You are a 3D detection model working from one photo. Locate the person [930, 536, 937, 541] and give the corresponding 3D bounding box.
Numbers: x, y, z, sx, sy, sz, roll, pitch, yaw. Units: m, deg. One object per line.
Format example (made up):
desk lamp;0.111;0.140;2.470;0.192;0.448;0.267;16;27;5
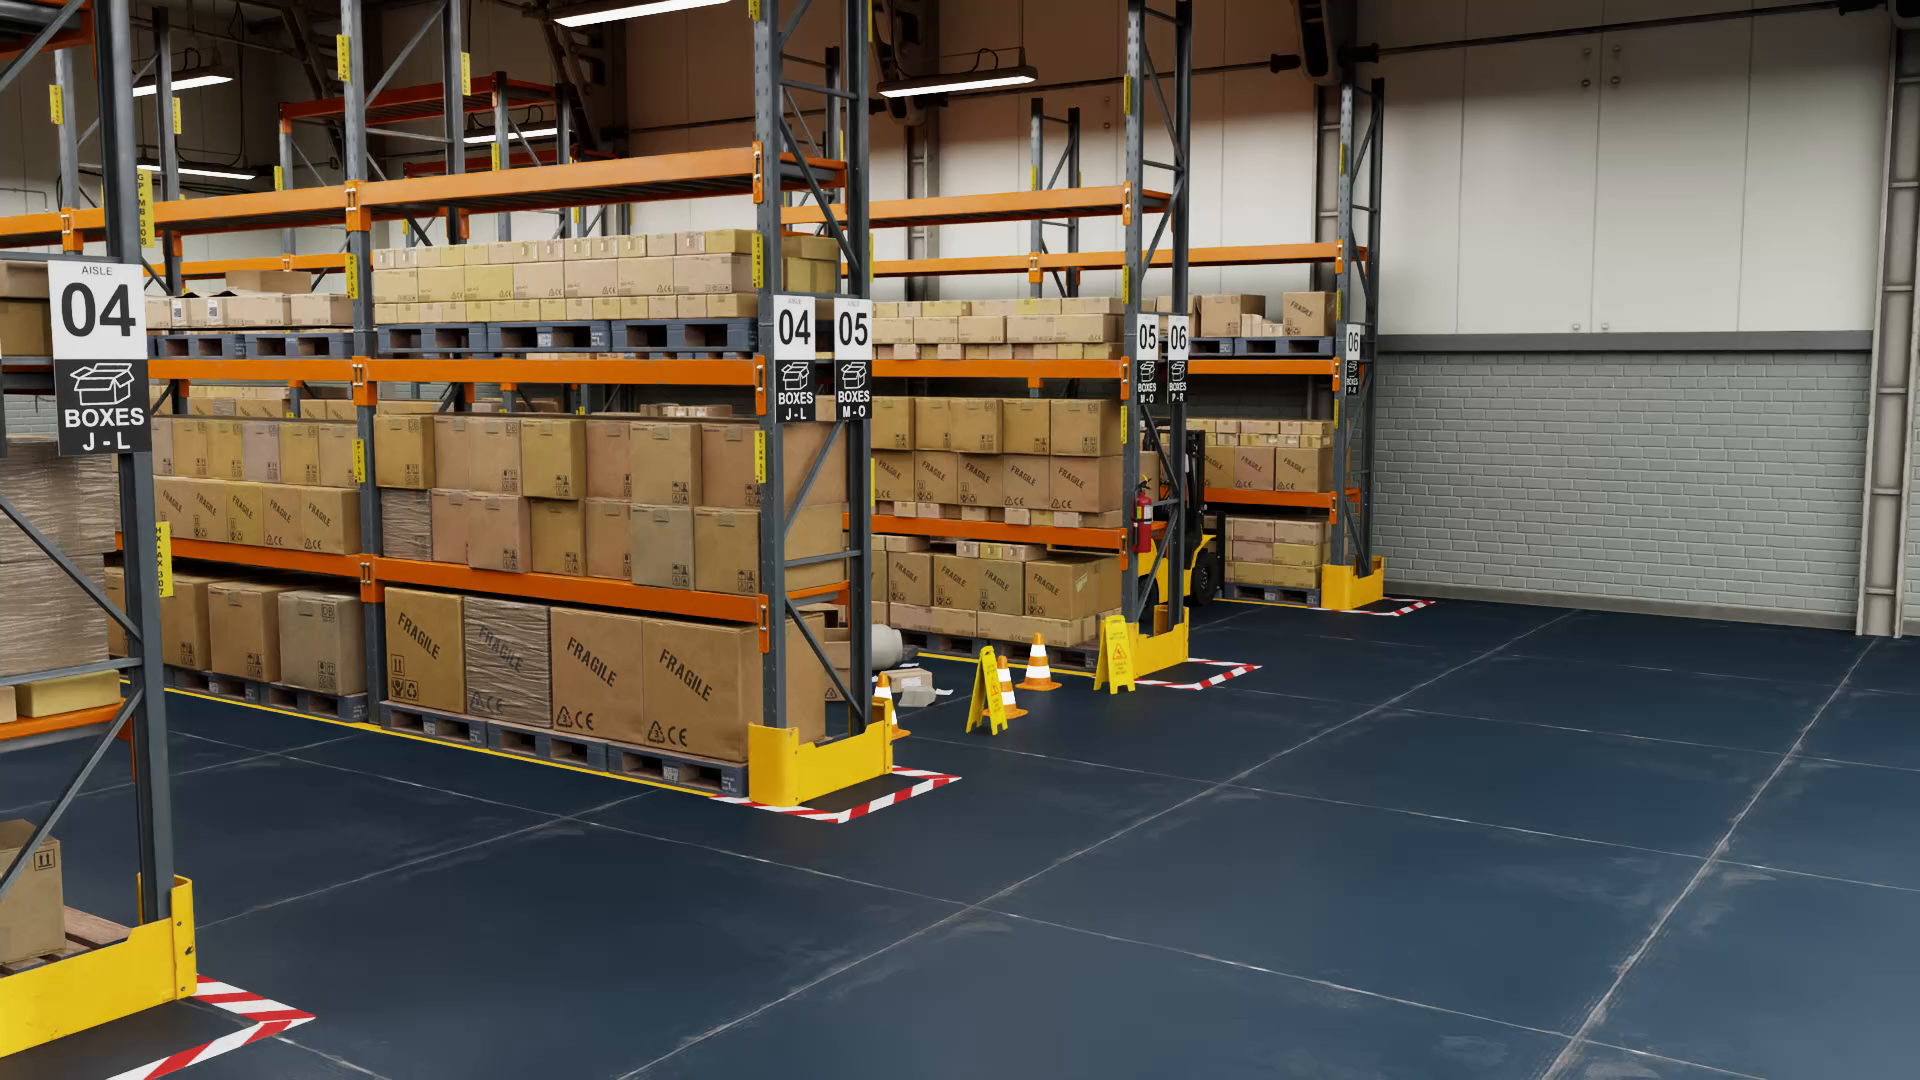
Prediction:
person;-0.489;-0.075;18.444;0.545;1.814;0.614;2;6;18
